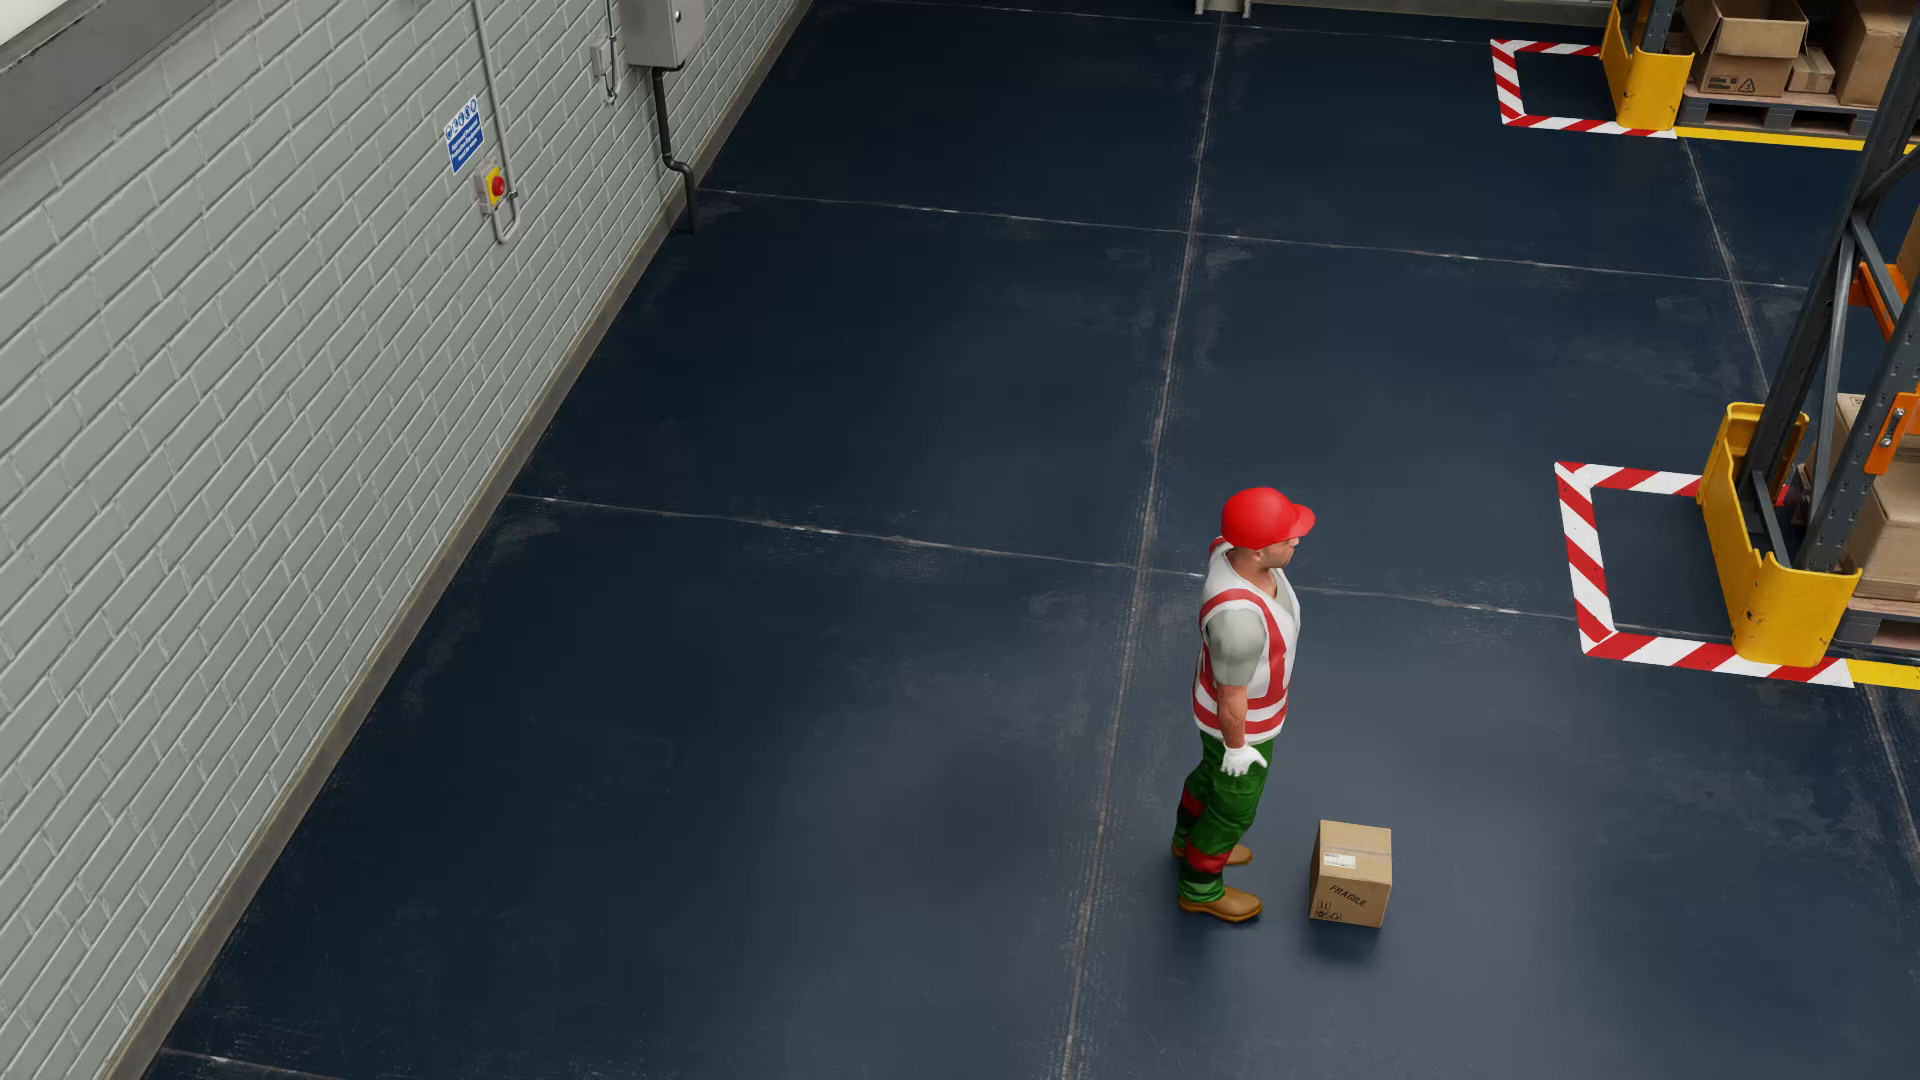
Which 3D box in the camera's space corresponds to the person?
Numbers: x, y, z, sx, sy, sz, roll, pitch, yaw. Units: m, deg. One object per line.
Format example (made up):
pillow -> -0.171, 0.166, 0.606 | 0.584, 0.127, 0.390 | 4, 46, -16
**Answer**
person -> 0.929, 0.552, 5.498 | 0.354, 1.803, 0.523 | 7, 41, 9
